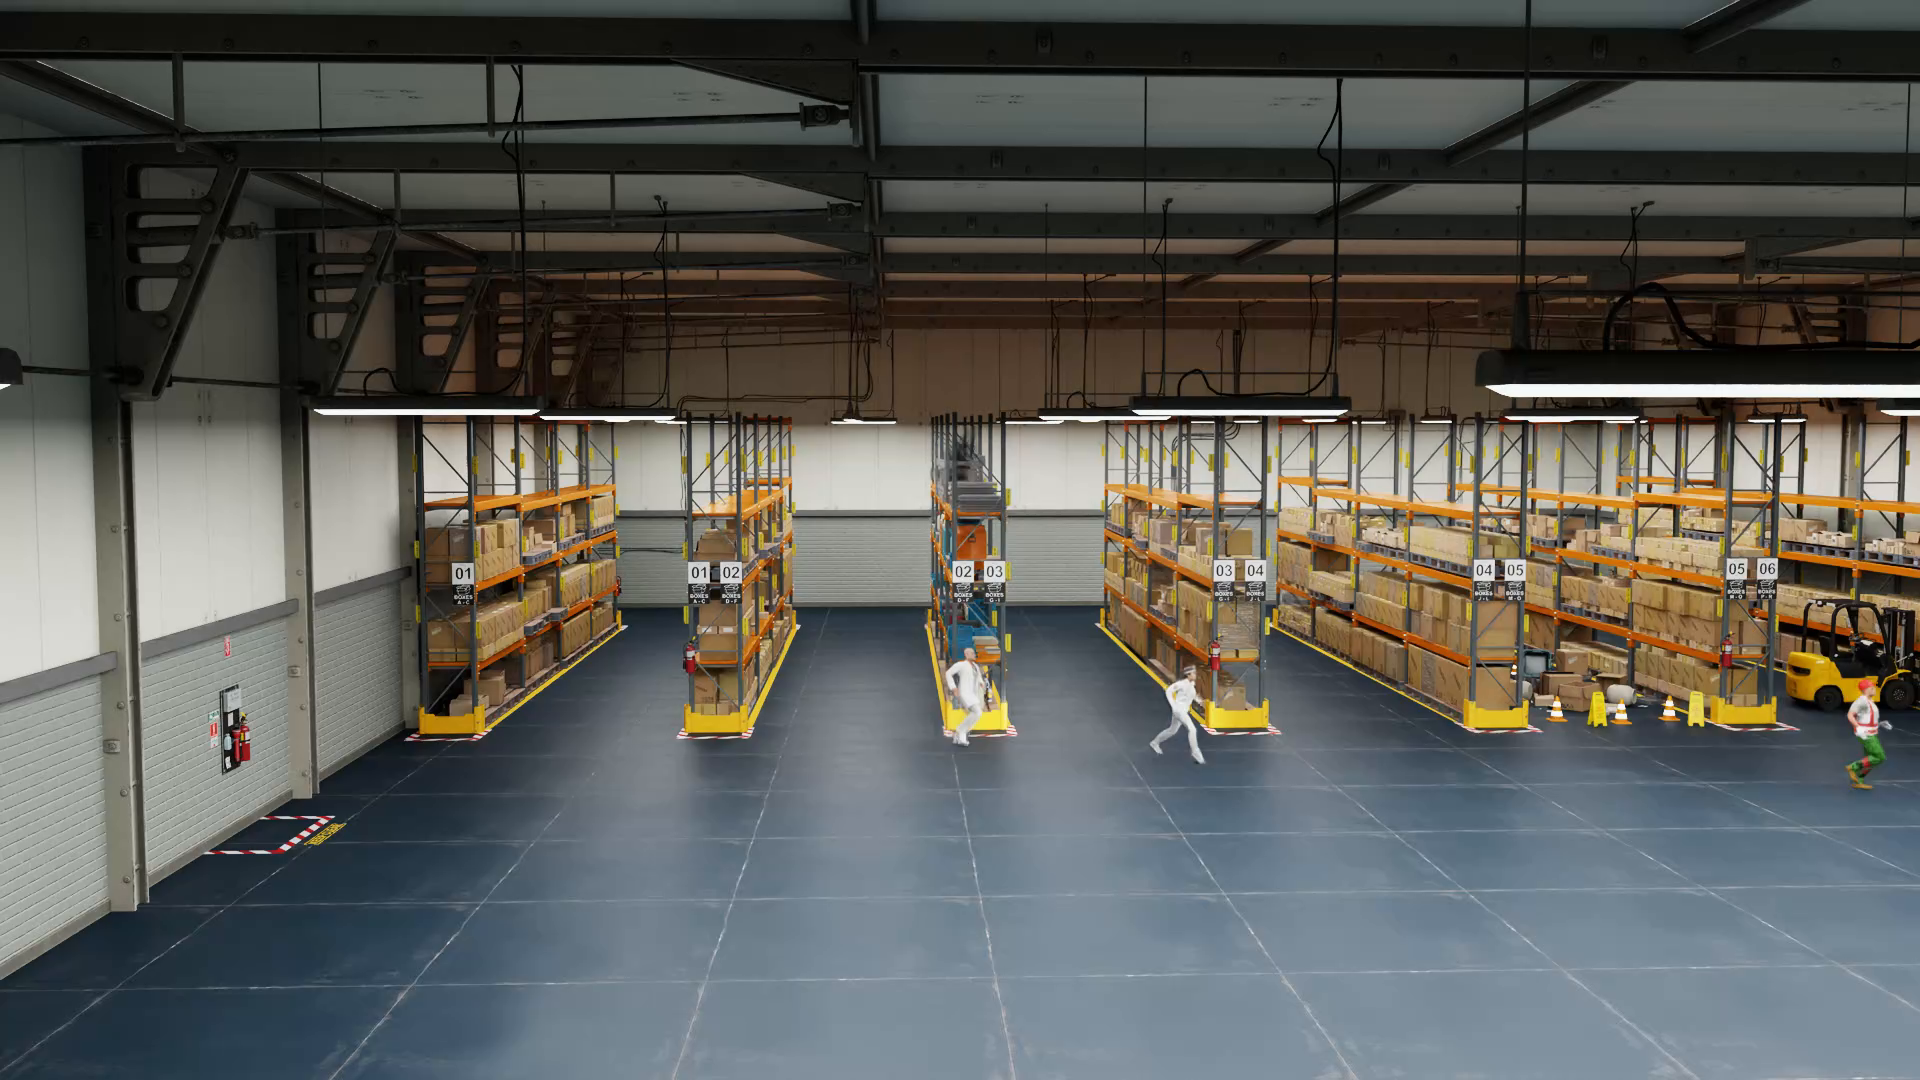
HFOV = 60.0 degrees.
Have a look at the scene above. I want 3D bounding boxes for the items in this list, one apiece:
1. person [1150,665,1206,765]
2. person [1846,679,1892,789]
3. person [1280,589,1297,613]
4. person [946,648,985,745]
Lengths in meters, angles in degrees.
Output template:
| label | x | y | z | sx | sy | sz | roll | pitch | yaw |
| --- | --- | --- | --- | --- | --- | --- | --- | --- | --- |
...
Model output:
| label | x | y | z | sx | sy | sz | roll | pitch | yaw |
| --- | --- | --- | --- | --- | --- | --- | --- | --- | --- |
| person | 3.744 | 2.964 | 28.450 | 1.017 | 1.692 | 0.616 | 2 | 4 | 25 |
| person | 14.331 | 3.067 | 26.205 | 0.587 | 1.739 | 0.656 | 3 | 5 | 40 |
| person | 9.677 | 1.562 | 49.018 | 0.864 | 1.660 | 0.661 | 1 | 4 | 11 |
| person | 0.174 | 2.817 | 29.970 | 0.643 | 1.718 | 0.735 | 2 | 5 | 31 |
